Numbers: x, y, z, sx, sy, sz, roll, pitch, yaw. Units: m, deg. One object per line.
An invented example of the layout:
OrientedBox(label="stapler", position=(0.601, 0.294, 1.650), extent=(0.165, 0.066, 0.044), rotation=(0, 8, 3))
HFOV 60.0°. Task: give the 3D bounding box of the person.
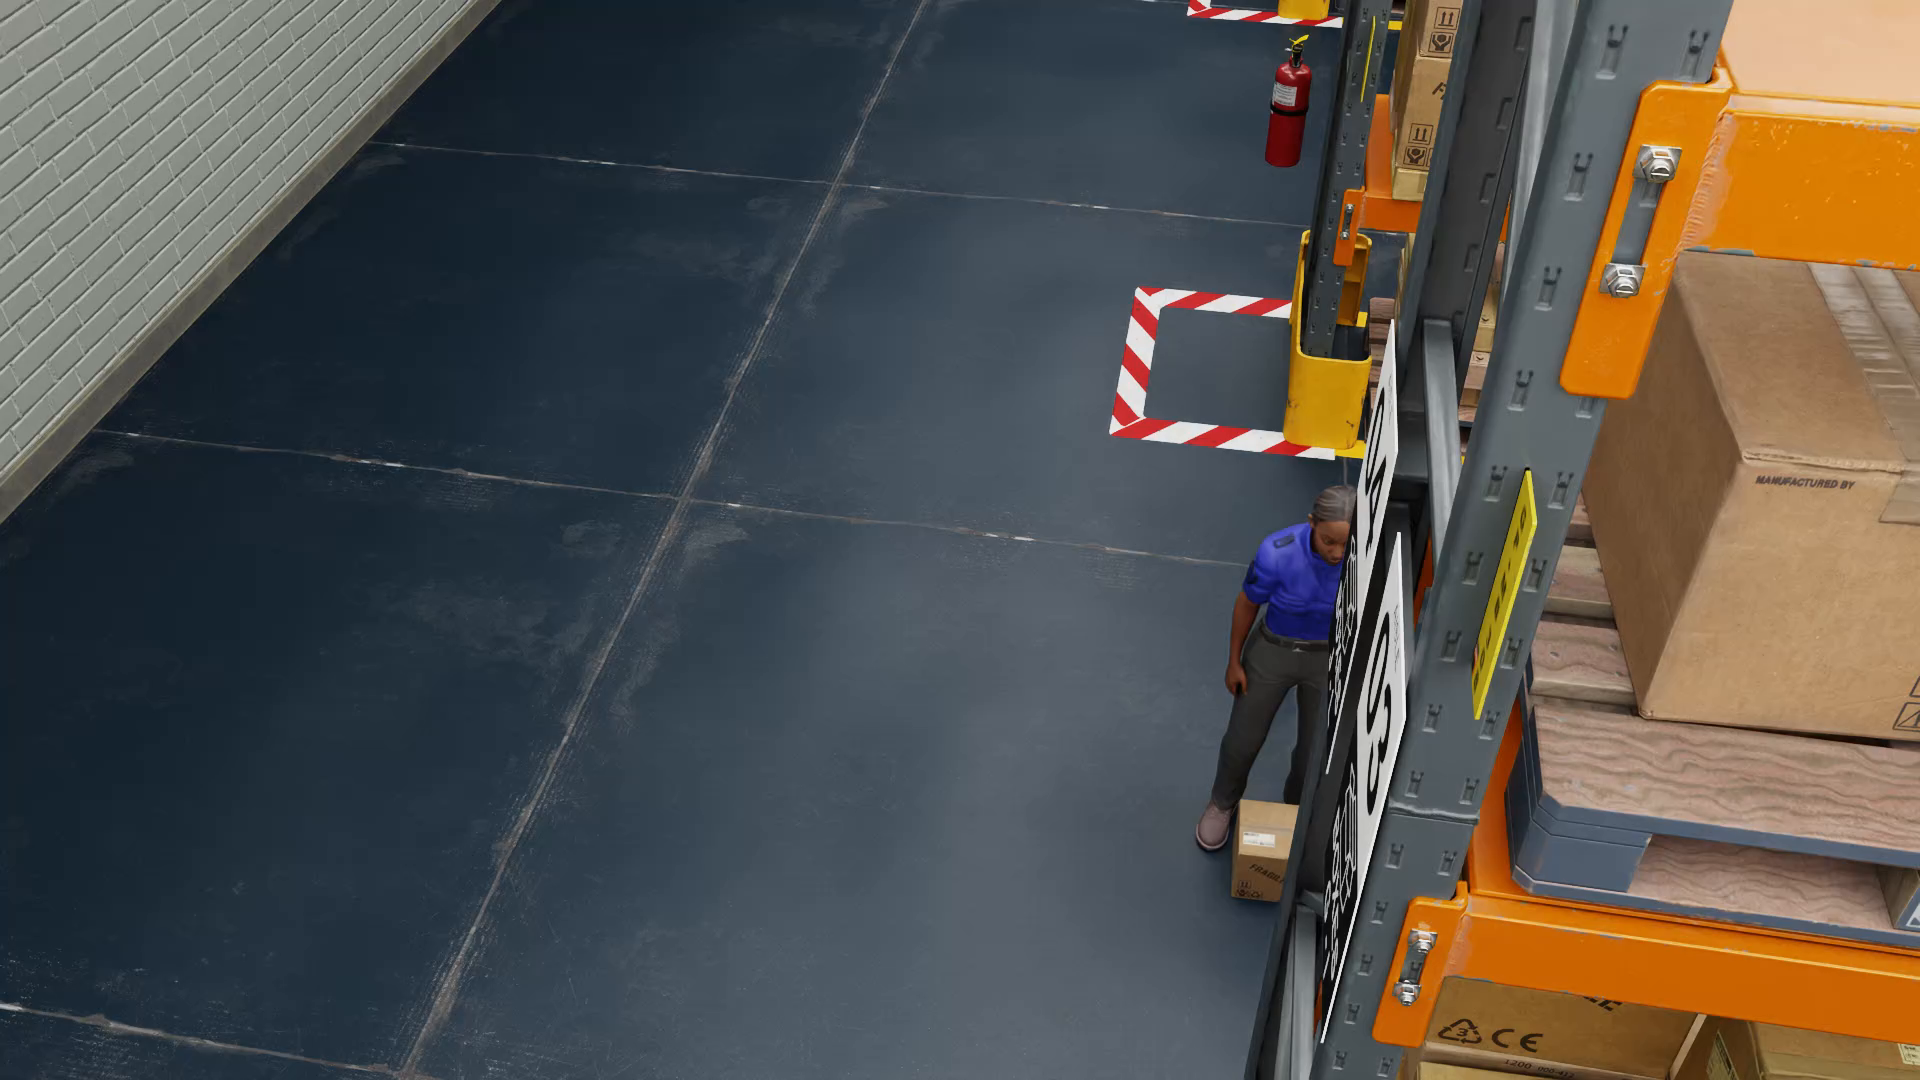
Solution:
OrientedBox(label="person", position=(1.142, 0.431, 5.663), extent=(0.524, 1.653, 0.348), rotation=(4, 41, 5))
